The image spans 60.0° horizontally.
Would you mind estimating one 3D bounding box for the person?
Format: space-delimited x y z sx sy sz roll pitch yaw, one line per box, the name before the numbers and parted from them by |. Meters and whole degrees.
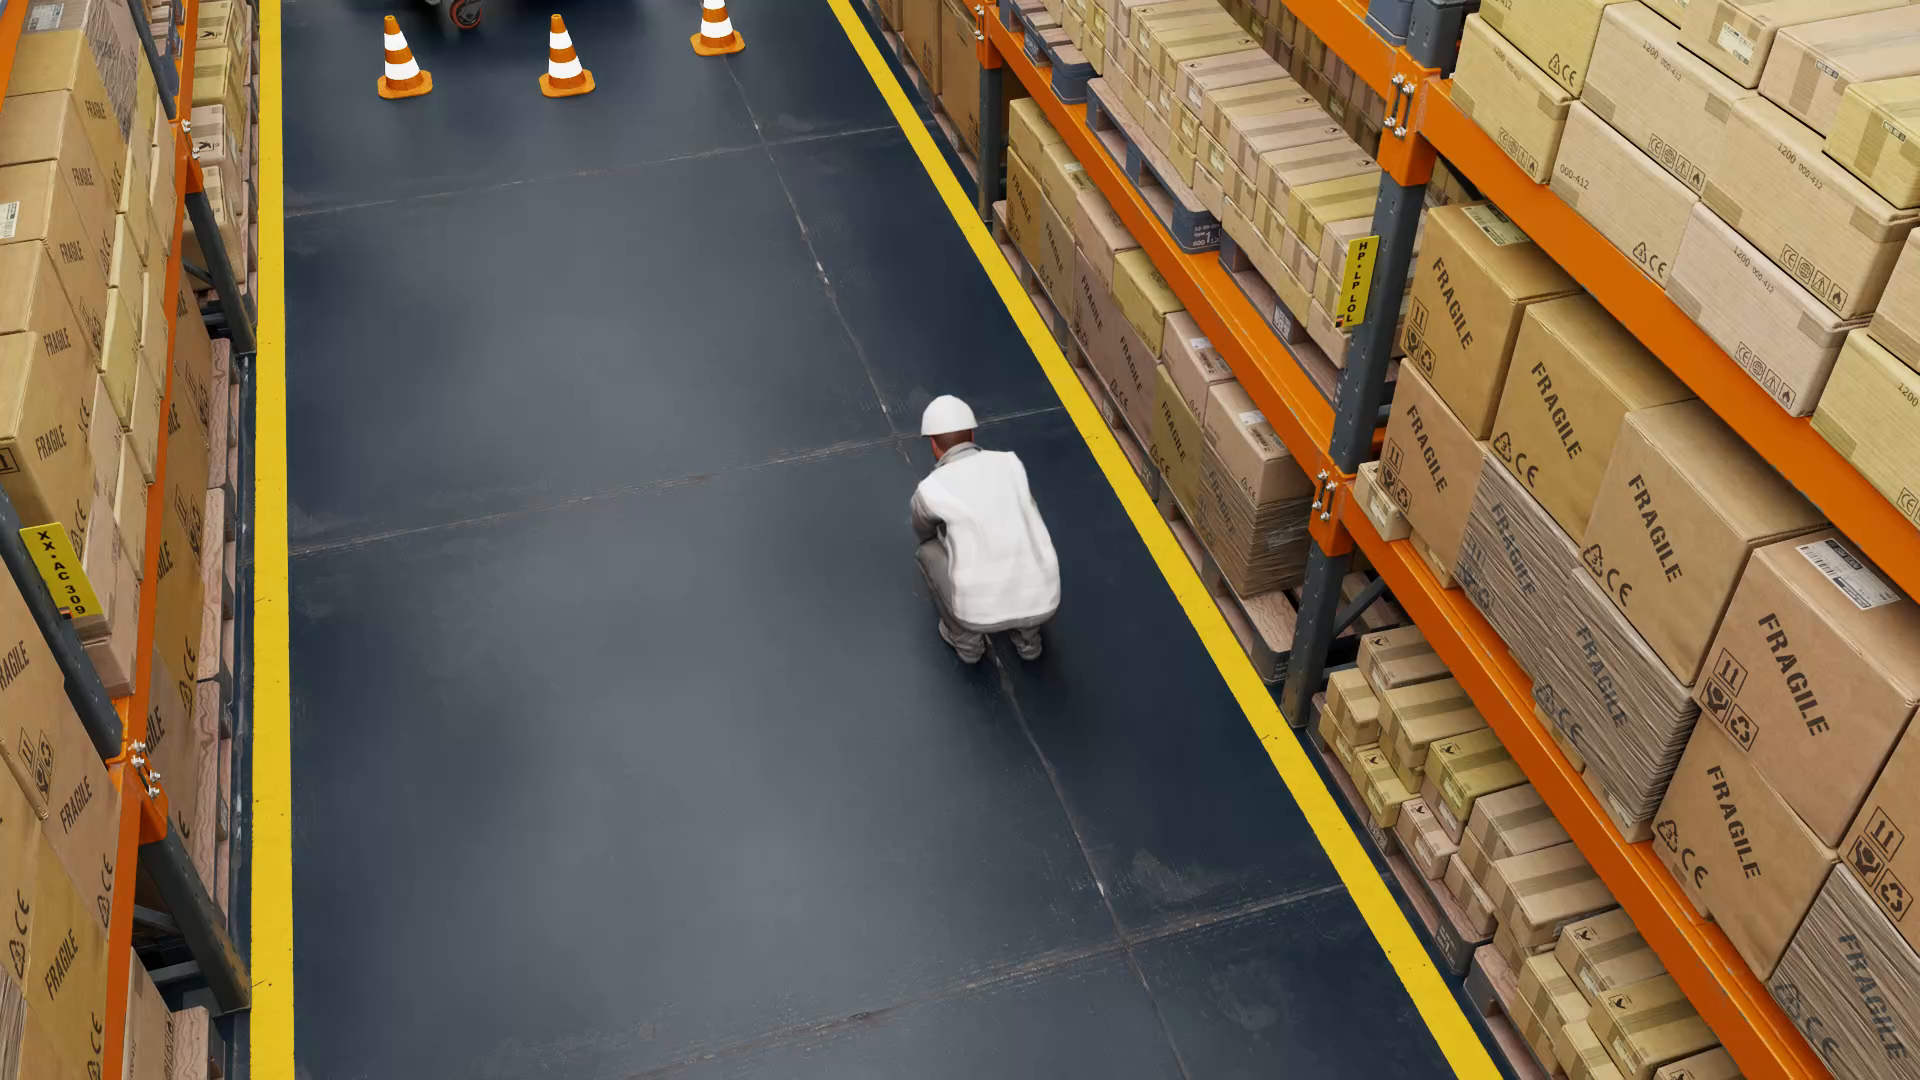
person | 0.085 -0.018 6.742 0.525 1.009 0.868 -12 43 -13
